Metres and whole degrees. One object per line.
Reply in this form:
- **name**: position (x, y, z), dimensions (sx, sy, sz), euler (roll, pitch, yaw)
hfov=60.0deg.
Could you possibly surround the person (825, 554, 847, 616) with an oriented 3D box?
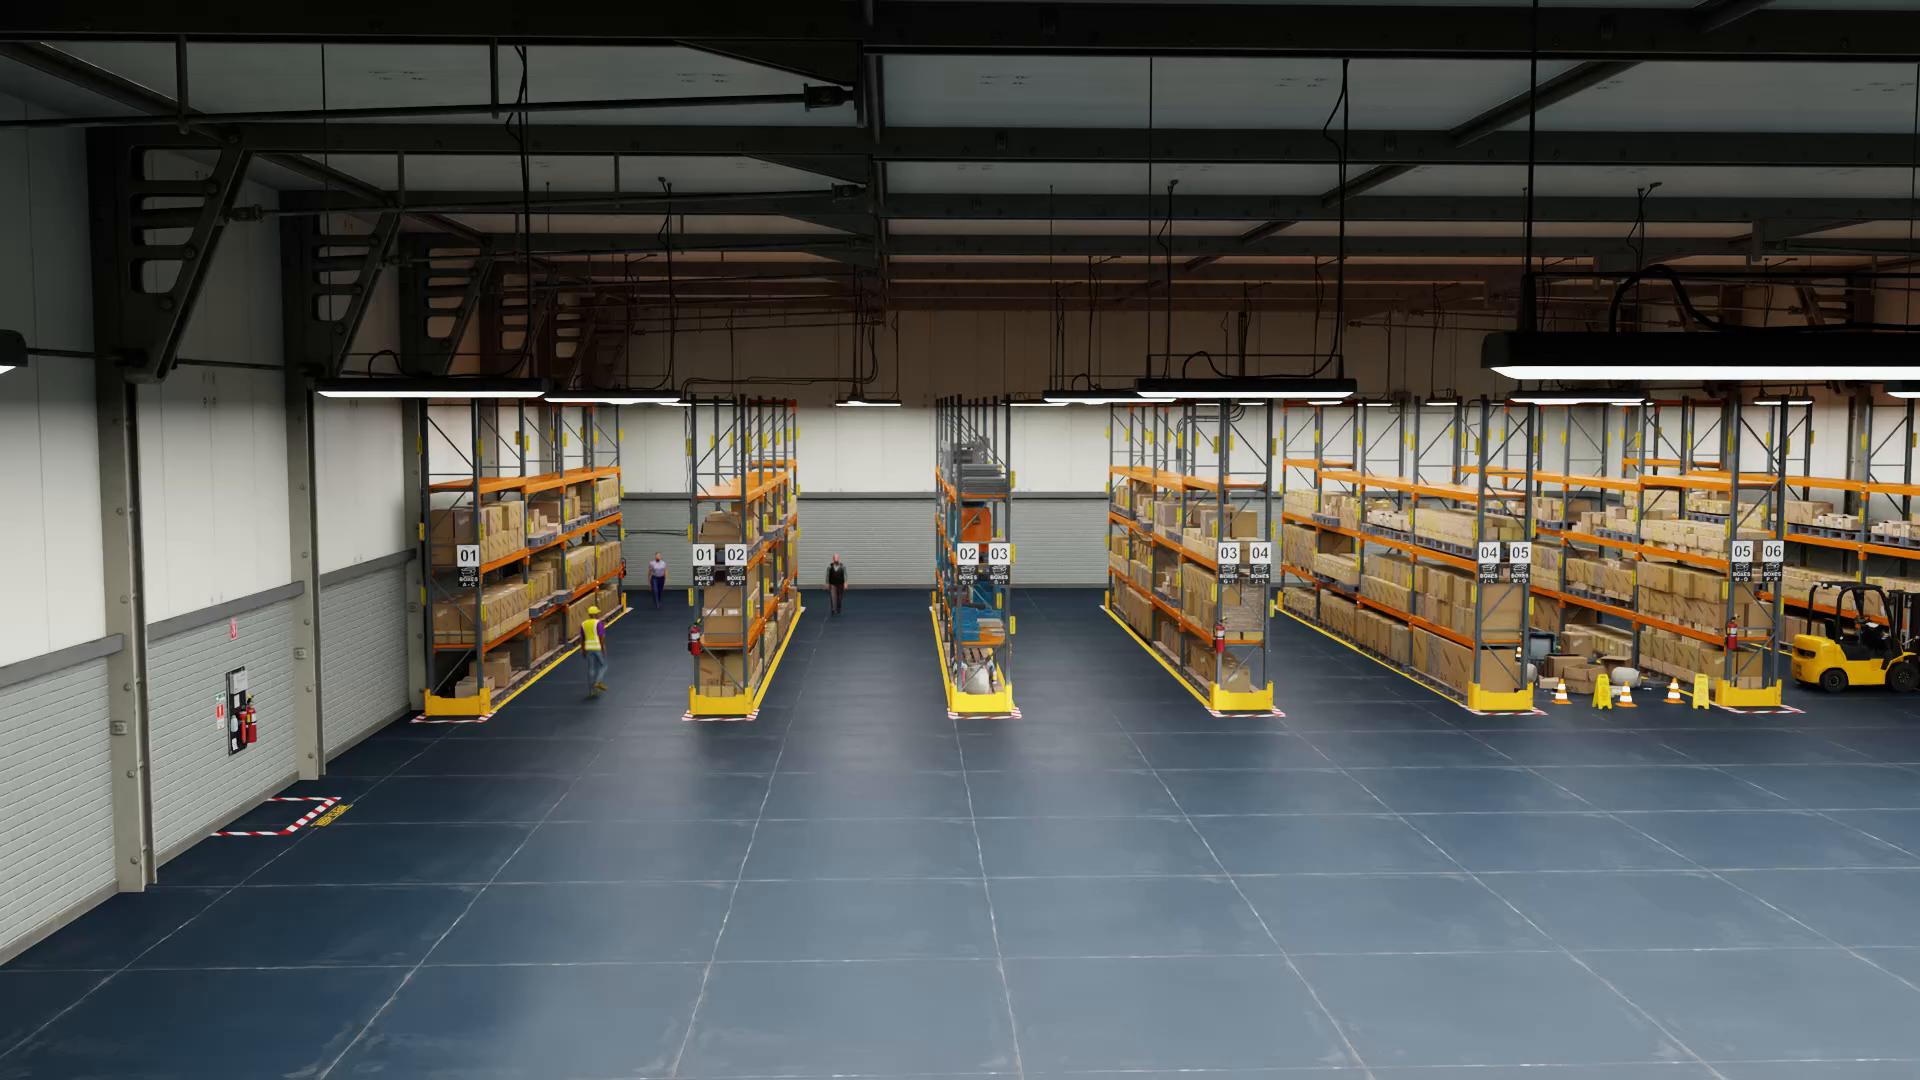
- **person**: position (-3.430, 1.234, 46.163), dimensions (0.608, 1.652, 1.042), euler (0, 5, -6)

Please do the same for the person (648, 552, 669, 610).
- **person**: position (-8.632, 1.158, 47.648), dimensions (0.538, 1.612, 0.963), euler (-2, 5, -26)

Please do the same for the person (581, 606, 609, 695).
- **person**: position (-7.355, 2.211, 33.399), dimensions (0.601, 1.754, 0.509), euler (1, 5, 10)
